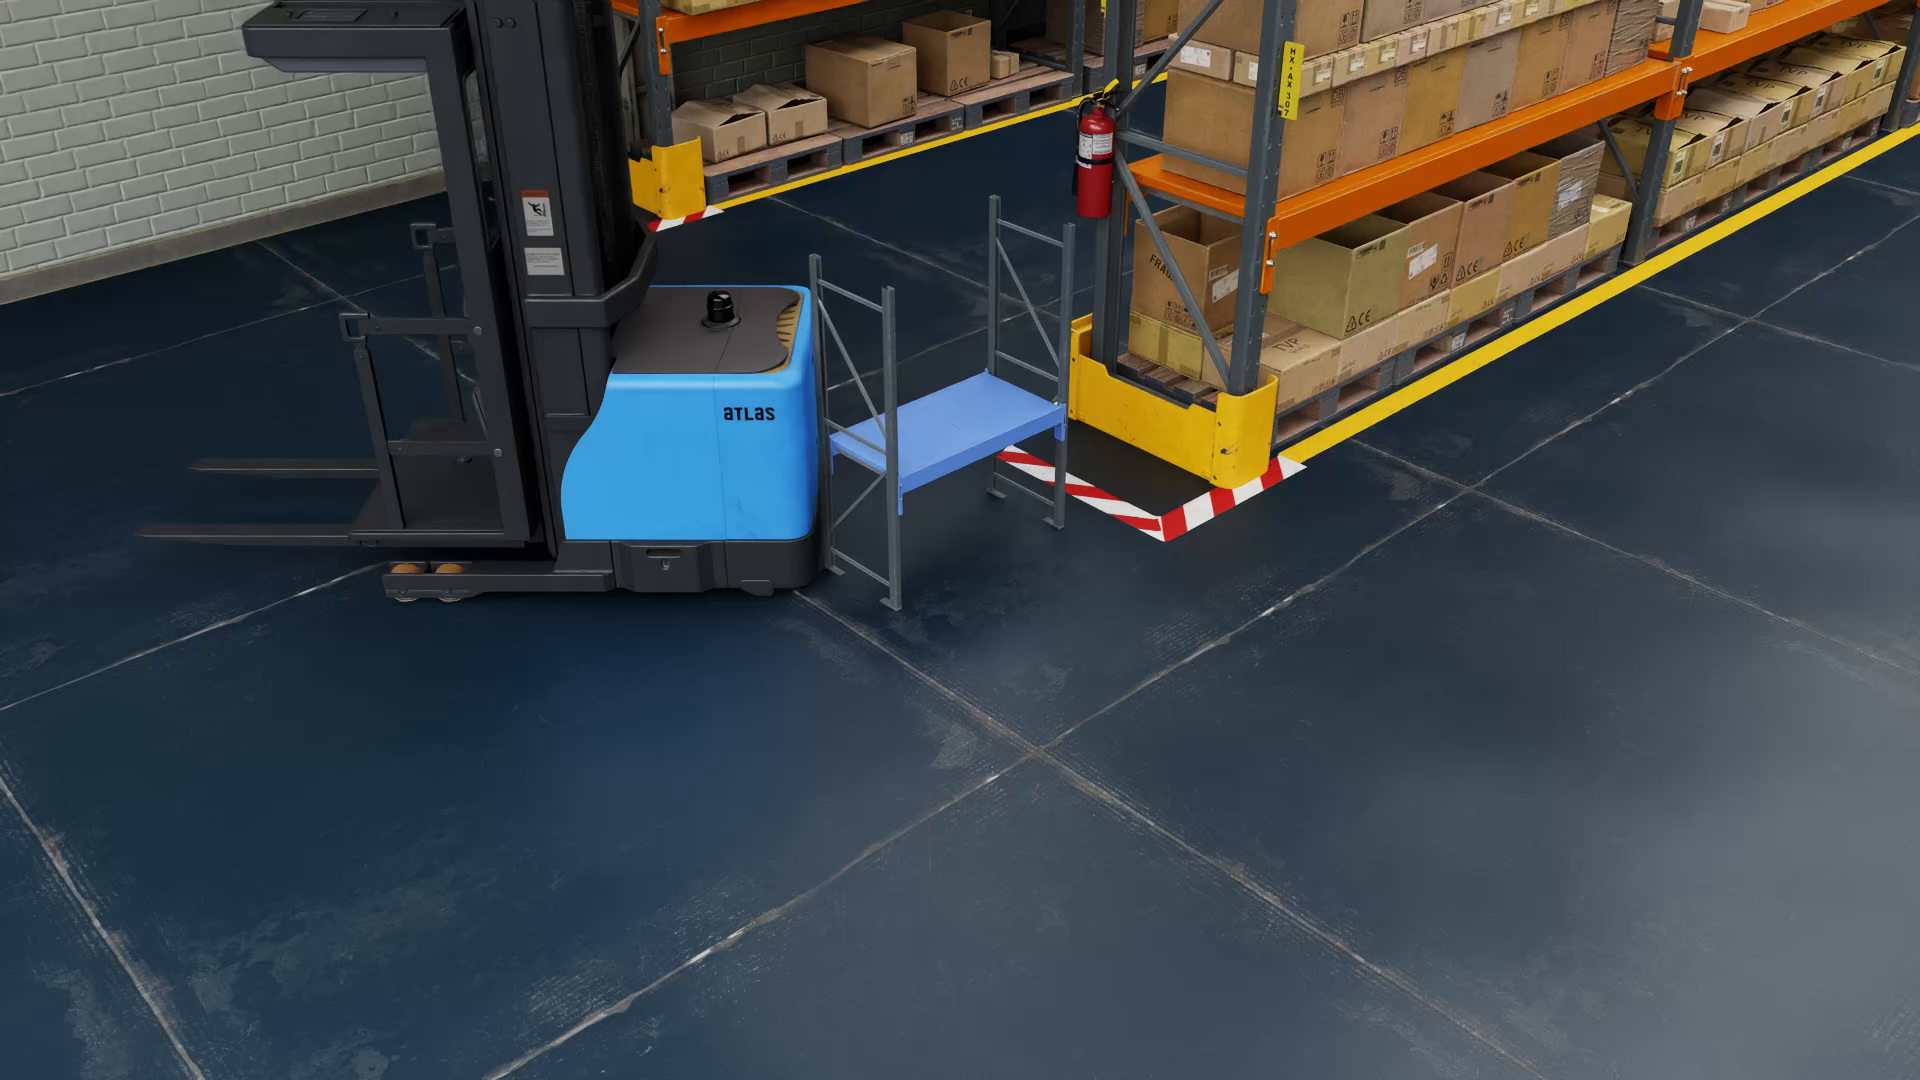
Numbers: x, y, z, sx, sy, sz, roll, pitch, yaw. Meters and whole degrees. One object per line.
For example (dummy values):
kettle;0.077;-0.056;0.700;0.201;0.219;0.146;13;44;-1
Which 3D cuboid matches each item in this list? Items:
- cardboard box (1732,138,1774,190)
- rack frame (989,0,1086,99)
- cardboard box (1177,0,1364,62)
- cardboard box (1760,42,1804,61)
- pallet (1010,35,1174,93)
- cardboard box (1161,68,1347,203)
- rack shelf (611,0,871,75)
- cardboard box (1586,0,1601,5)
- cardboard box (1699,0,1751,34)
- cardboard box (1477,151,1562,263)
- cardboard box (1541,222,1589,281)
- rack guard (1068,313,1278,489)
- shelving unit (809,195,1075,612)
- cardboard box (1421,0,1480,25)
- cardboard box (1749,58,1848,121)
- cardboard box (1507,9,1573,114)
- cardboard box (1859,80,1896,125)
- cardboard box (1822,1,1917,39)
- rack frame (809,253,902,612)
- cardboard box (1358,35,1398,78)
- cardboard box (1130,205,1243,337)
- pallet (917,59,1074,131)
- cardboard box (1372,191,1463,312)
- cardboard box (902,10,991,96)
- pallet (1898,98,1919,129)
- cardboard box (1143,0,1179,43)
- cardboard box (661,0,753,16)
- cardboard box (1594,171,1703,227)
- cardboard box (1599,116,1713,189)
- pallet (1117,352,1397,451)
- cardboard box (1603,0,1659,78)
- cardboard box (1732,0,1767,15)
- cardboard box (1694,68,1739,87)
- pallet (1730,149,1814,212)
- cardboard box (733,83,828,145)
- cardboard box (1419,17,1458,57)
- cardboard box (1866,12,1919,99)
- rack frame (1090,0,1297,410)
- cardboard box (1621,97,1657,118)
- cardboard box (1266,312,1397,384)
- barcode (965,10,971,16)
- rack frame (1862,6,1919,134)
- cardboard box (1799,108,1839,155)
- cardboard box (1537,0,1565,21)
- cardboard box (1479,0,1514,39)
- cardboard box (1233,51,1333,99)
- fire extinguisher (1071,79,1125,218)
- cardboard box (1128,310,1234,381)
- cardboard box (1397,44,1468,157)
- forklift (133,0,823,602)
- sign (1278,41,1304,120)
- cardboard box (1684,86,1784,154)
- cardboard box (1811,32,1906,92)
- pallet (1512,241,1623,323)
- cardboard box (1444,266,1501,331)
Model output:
cardboard box;5.217;-2.647;11.436;0.500;0.250;0.500;-27;41;-37
rack frame;0.628;-5.120;13.248;0.127;3.000;1.000;-26;40;-35
cardboard box;1.455;-2.584;7.760;0.500;0.500;0.700;-26;40;-35
cardboard box;5.969;-3.628;12.503;0.500;0.311;0.500;-27;40;-37
pallet;1.198;-4.207;14.428;1.213;0.211;1.003;-26;40;-35
cardboard box;1.417;-2.011;8.068;0.500;0.500;0.700;-26;40;-35
rack shelf;-0.839;-4.104;12.276;4.000;0.370;1.077;-26;40;-35
cardboard box;3.380;-3.093;9.216;0.250;0.149;0.380;-26;40;-36
cardboard box;4.787;-3.356;10.603;0.250;0.149;0.380;-26;40;-35
cardboard box;3.069;-1.953;9.583;0.500;0.500;0.500;-26;40;-35
cardboard box;3.434;-1.811;10.070;0.500;0.250;0.500;-26;40;-35
rack guard;1.048;-0.733;8.469;0.348;0.500;1.175;-26;40;-35
shelving unit;-0.063;-0.610;7.309;1.048;1.500;0.538;-26;40;-35
cardboard box;2.206;-2.951;8.362;0.500;0.500;0.700;-26;40;-35
cardboard box;5.967;-3.246;11.879;0.500;0.311;0.500;-26;40;-36
cardboard box;2.925;-2.744;9.266;0.500;0.500;0.700;-25;39;-35
cardboard box;6.712;-3.372;12.622;0.500;0.250;0.500;-25;39;-34
cardboard box;7.458;-4.188;13.699;0.500;0.500;0.500;-24;39;-34
rack frame;-0.435;-0.429;7.014;0.032;1.500;0.500;-26;40;-35
cardboard box;1.875;-2.367;8.028;0.250;0.149;0.380;-26;40;-35
cardboard box;1.257;-1.438;8.741;0.500;0.500;0.500;-26;40;-35
pallet;0.159;-3.679;13.564;1.213;0.211;1.003;-26;40;-35
cardboard box;2.333;-1.599;9.005;0.500;0.500;0.500;-26;40;-35
cardboard box;-0.106;-3.858;13.159;0.500;0.500;0.500;26;40;35
pallet;7.505;-3.706;13.609;1.213;0.211;1.003;-26;40;-35
cardboard box;1.501;-4.712;14.554;0.500;0.500;0.700;-27;40;-36
cardboard box;-1.732;-3.698;11.046;0.500;0.250;0.500;-27;41;-37
cardboard box;4.463;-2.281;10.838;0.500;0.250;0.500;-27;40;-37
cardboard box;4.471;-2.523;10.697;0.500;0.311;0.500;-26;40;-35
pallet;1.598;-0.906;9.029;1.213;0.211;1.003;-26;40;-35
cardboard box;3.678;-3.110;9.864;0.500;0.500;0.700;-27;41;-37
cardboard box;4.959;-3.722;10.866;0.500;0.500;0.500;-23;38;-32
cardboard box;5.217;-3.265;11.910;0.500;0.311;0.500;-26;40;-36
pallet;5.407;-2.748;12.042;1.213;0.211;1.003;-26;40;-35
cardboard box;-1.319;-3.155;12.191;0.500;0.311;0.500;-22;38;-32
cardboard box;2.256;-2.551;8.329;0.250;0.149;0.380;-27;41;-37
cardboard box;7.460;-3.819;13.094;0.500;0.500;0.500;-24;39;-34
rack frame;1.066;-1.808;7.831;0.127;3.000;1.000;-26;40;-35
cardboard box;4.478;-2.912;11.333;0.500;0.311;0.500;-25;39;-34
cardboard box;1.974;-1.098;8.903;0.500;0.250;0.500;-26;40;-35
barcode;0.069;-4.278;13.539;0.075;0.075;0.001;-26;40;-35
rack frame;6.932;-4.646;12.472;0.127;3.000;1.000;-26;40;-35
cardboard box;5.966;-3.010;12.031;0.500;0.250;0.500;-25;39;-34
cardboard box;3.013;-2.918;8.929;0.250;0.149;0.380;-25;39;-34
cardboard box;2.627;-2.729;8.620;0.250;0.149;0.380;-25;40;-35
cardboard box;1.500;-2.184;7.729;0.250;0.149;0.380;-26;40;-36
fire extinguisher;0.663;-1.911;8.074;0.183;0.674;0.296;-26;40;-35
cardboard box;1.258;-1.117;8.935;0.500;0.250;0.500;-26;40;-35
cardboard box;2.166;-2.373;8.660;0.500;0.500;0.700;-26;40;-35
forklift;-2.147;-1.255;6.992;3.031;2.935;1.130;0;31;0
sign;1.439;-1.997;7.234;0.005;0.325;0.100;-26;40;-35
cardboard box;5.220;-2.883;11.285;0.500;0.311;0.500;-27;41;-37
cardboard box;6.715;-3.611;12.475;0.500;0.311;0.500;-25;39;-34
pallet;3.387;-1.771;10.444;1.213;0.211;1.003;-26;40;-35
cardboard box;2.711;-1.451;9.480;0.500;0.250;0.500;-26;40;-35
